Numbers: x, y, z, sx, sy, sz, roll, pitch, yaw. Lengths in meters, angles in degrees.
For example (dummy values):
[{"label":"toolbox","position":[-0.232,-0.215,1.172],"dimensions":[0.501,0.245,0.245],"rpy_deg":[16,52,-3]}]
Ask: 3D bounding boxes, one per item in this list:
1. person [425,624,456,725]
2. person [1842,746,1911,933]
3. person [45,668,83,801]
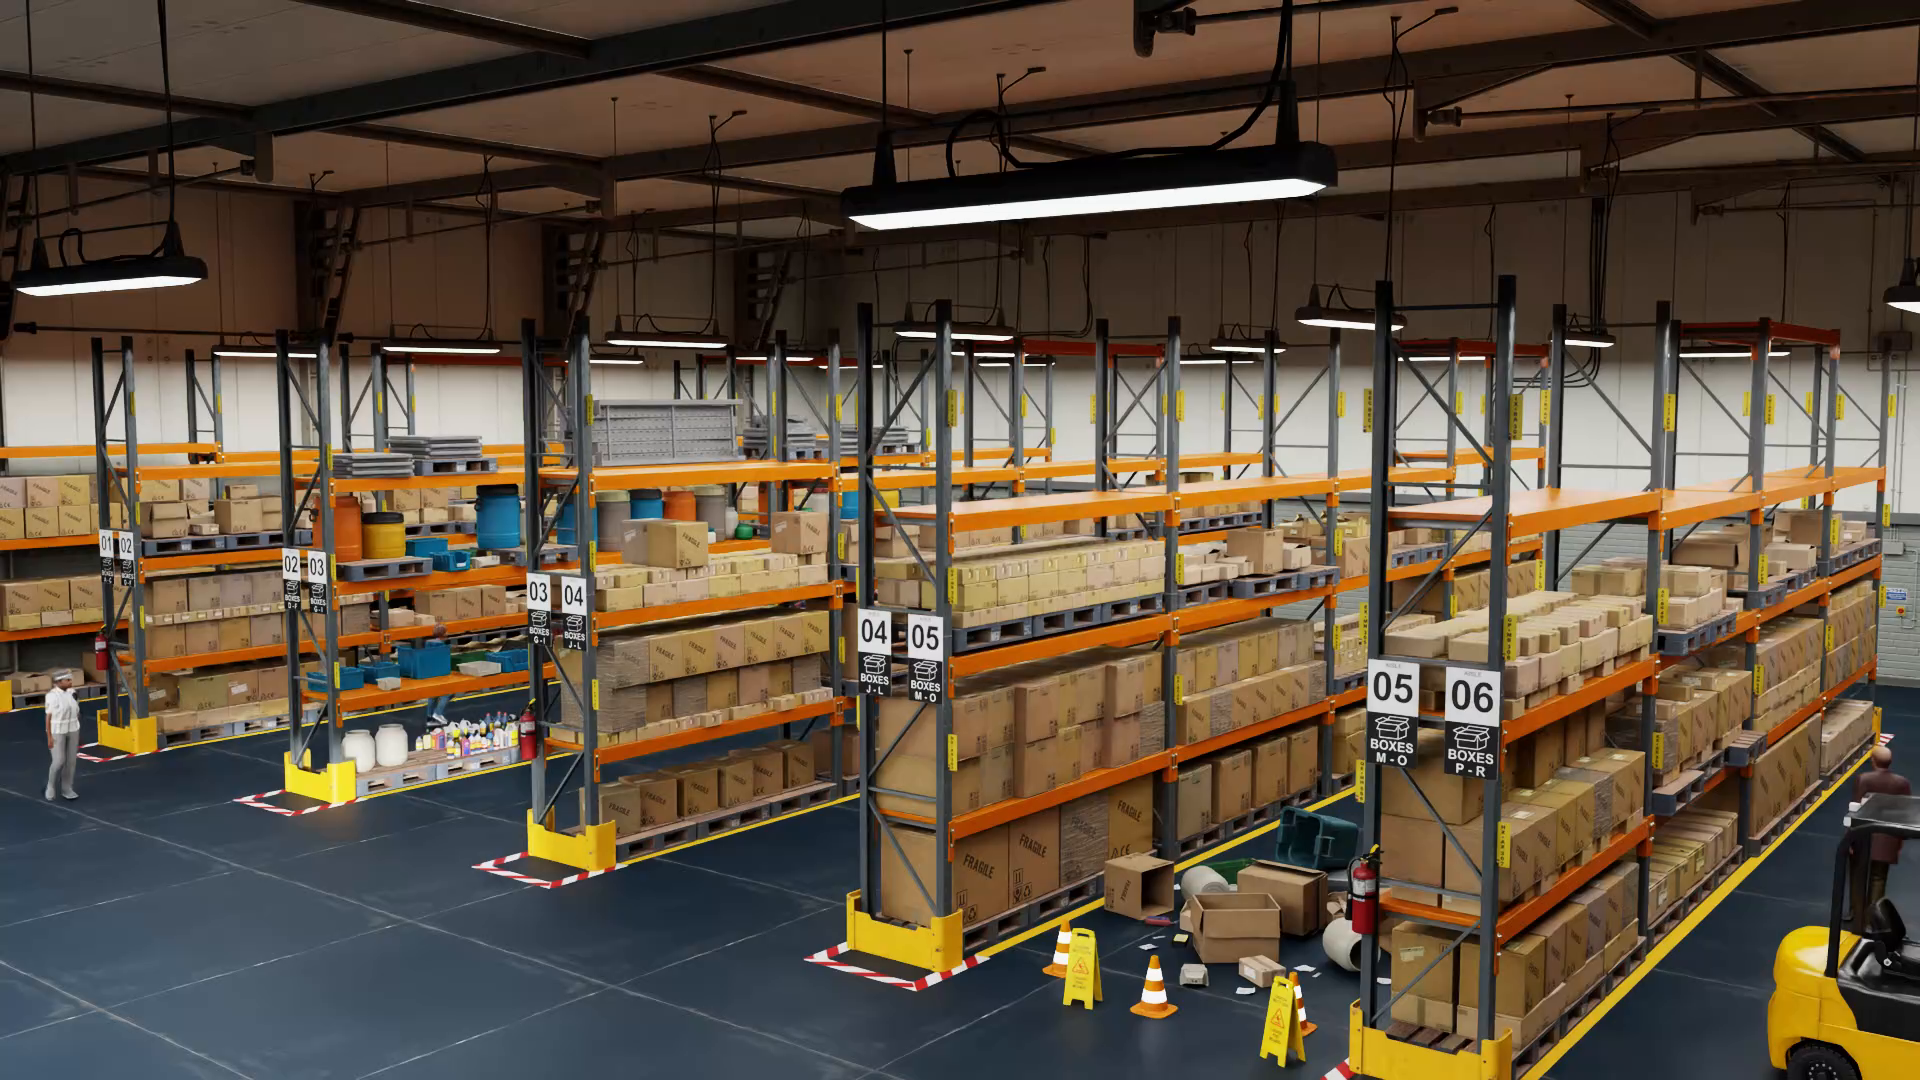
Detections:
[{"label":"person","position":[-8.155,2.102,25.975],"dimensions":[0.468,1.584,0.447],"rpy_deg":[-5,7,-42]},{"label":"person","position":[8.835,2.902,16.032],"dimensions":[0.572,1.814,0.594],"rpy_deg":[3,6,29]},{"label":"person","position":[-11.435,2.469,21.204],"dimensions":[0.430,1.679,0.472],"rpy_deg":[3,6,30]}]
